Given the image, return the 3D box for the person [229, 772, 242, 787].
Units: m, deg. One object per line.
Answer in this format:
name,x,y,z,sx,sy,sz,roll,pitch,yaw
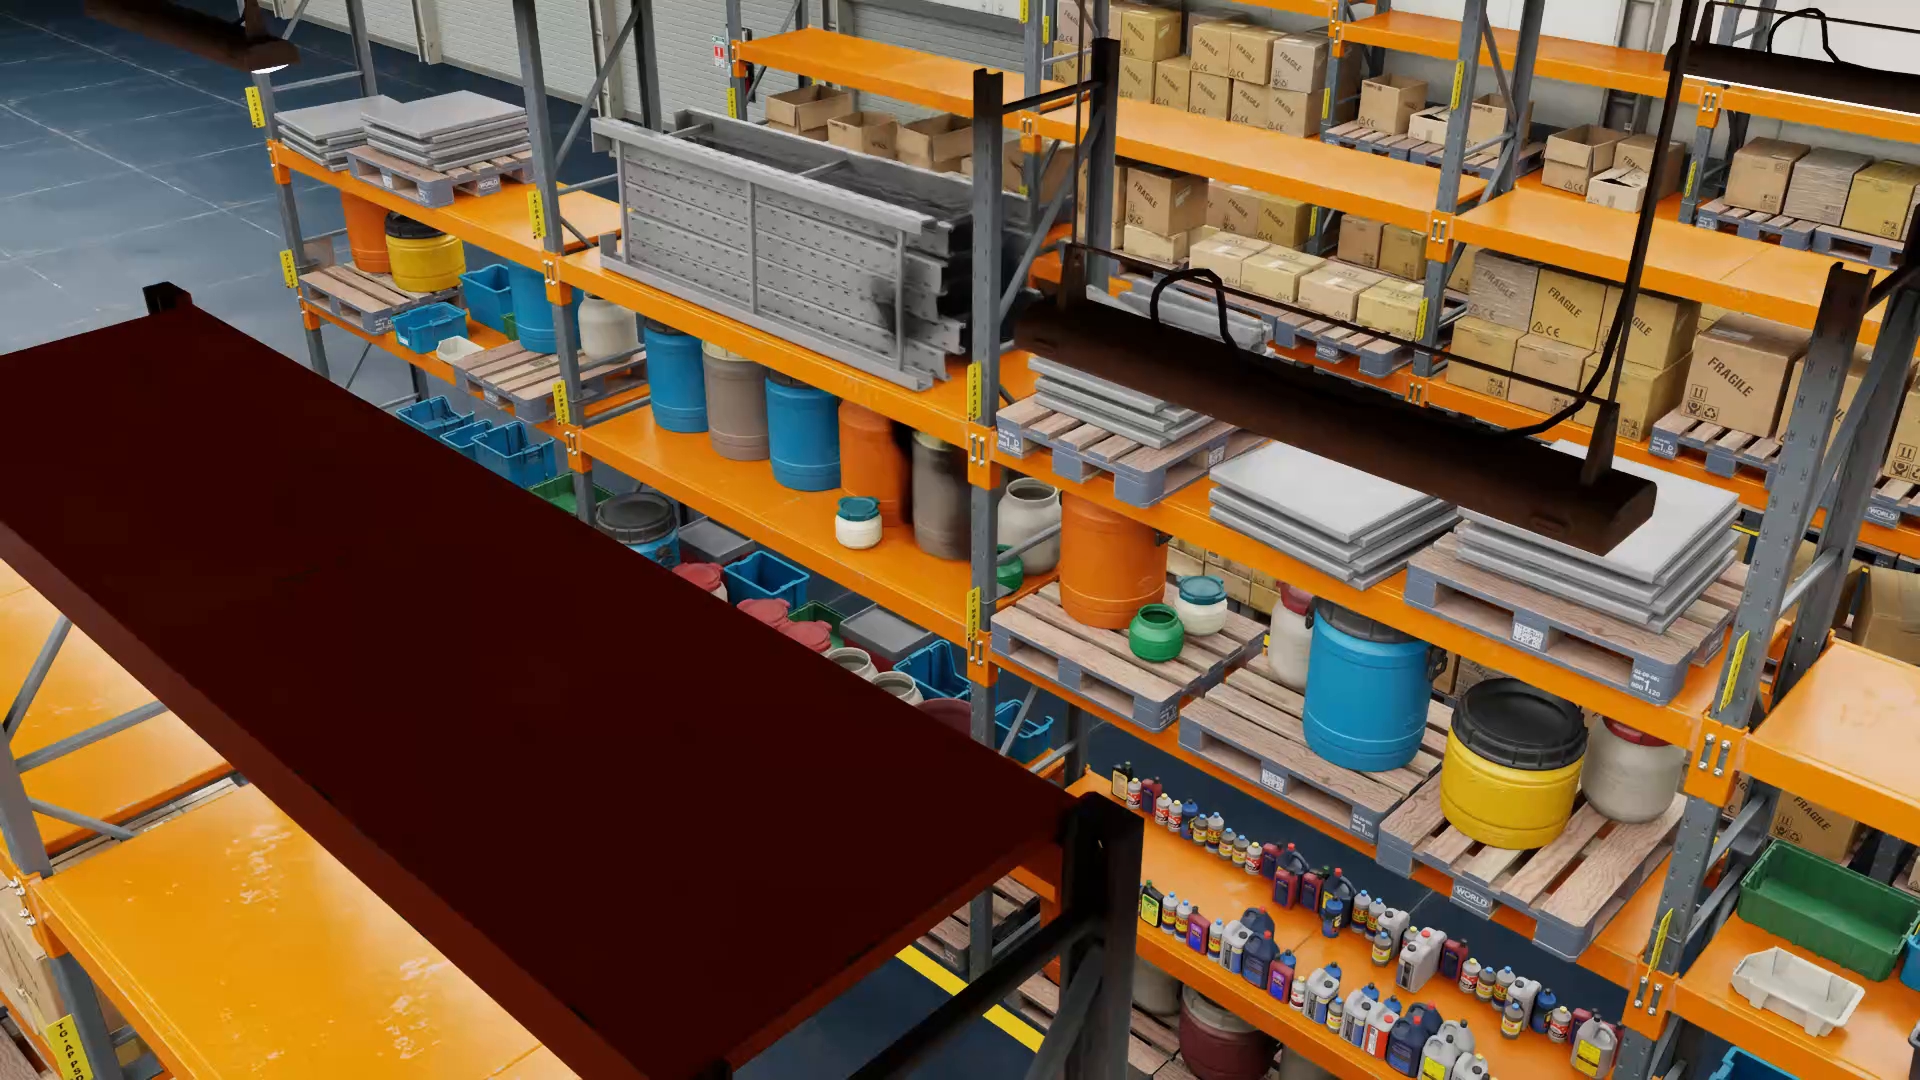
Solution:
person,-5.269,1.545,11.897,0.532,1.534,0.512,19,35,30
